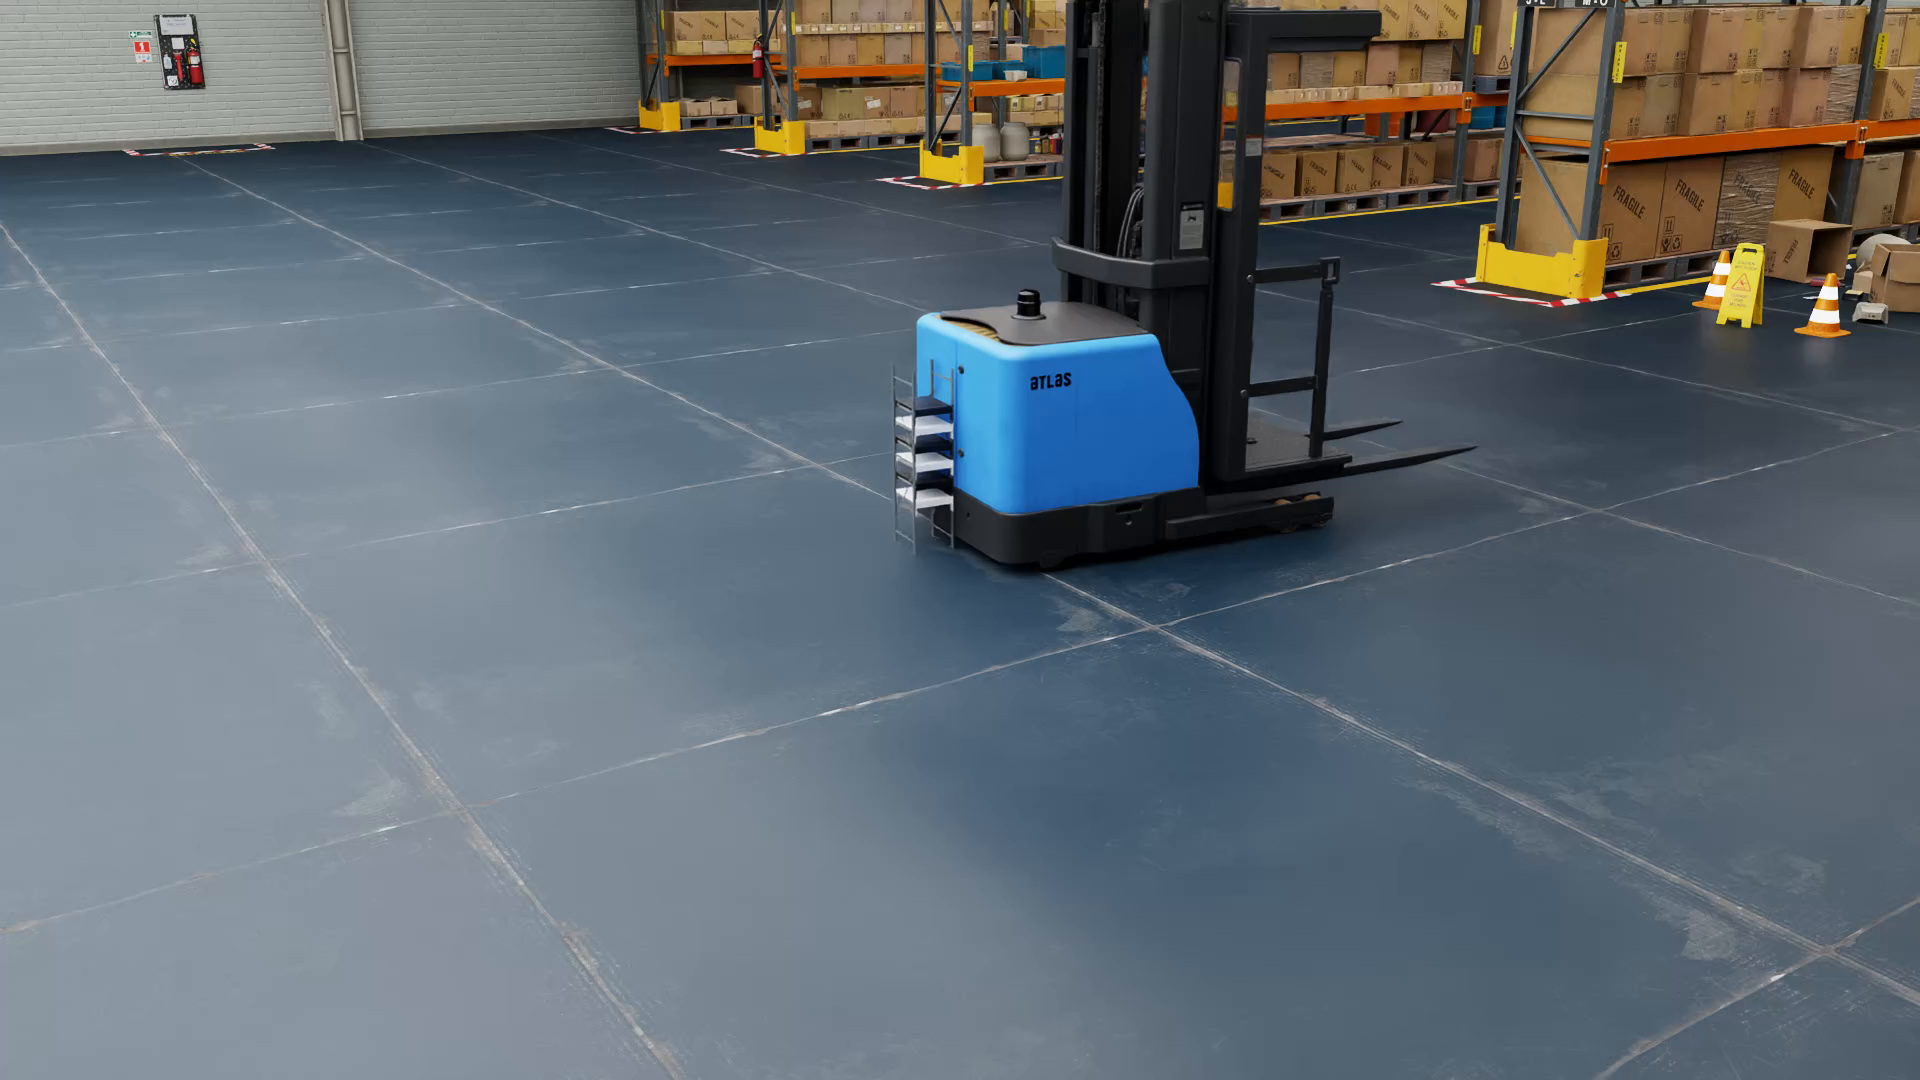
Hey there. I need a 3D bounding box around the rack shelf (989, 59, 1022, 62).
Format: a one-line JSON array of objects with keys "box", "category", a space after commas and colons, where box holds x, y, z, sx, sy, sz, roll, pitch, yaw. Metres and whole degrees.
[{"box": [2.132, -8.407, 29.551, 4.000, 0.370, 1.077, -12, 22, -31], "category": "rack shelf"}]

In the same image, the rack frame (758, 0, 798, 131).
[{"box": [-2.879, -7.691, 26.310, 0.127, 3.000, 1.000, -12, 22, -31], "category": "rack frame"}]

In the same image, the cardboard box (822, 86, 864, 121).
[{"box": [-1.892, -7.066, 26.928, 0.500, 0.500, 0.500, -12, 22, -31], "category": "cardboard box"}]

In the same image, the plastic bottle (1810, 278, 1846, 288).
[{"box": [7.829, -2.311, 14.984, 0.283, 0.061, 0.133, 13, 23, 34], "category": "plastic bottle"}]

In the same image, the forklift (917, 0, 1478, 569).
[{"box": [1.323, -1.565, 8.296, 3.031, 2.935, 1.130, -9, 21, -25], "category": "forklift"}]

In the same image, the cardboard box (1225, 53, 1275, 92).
[{"box": [3.040, -5.318, 18.671, 0.500, 0.500, 0.875, -12, 22, -31], "category": "cardboard box"}]

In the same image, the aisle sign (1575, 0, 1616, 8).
[{"box": [5.315, -4.835, 13.803, 0.004, 0.787, 0.394, -12, 22, -31], "category": "aisle sign"}]

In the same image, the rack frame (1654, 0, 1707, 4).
[{"box": [13.205, -9.183, 30.725, 0.127, 3.000, 1.000, -12, 22, -31], "category": "rack frame"}]

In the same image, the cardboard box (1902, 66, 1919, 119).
[{"box": [9.559, -4.558, 16.886, 0.500, 0.500, 0.500, -12, 22, -31], "category": "cardboard box"}]

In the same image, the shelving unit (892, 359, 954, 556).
[{"box": [-0.177, -0.398, 8.018, 0.210, 0.900, 0.258, -9, 21, -25], "category": "shelving unit"}]

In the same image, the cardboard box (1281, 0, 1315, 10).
[{"box": [3.597, -5.812, 18.572, 0.500, 0.500, 0.500, -12, 22, -31], "category": "cardboard box"}]

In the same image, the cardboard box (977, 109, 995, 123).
[{"box": [0.648, -7.442, 29.212, 0.500, 0.250, 0.500, -12, 22, -32], "category": "cardboard box"}]

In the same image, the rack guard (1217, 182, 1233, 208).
[{"box": [2.629, -3.870, 18.910, 0.348, 0.500, 1.175, -12, 22, -31], "category": "rack guard"}]

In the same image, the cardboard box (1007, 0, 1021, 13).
[{"box": [1.311, -11.126, 34.650, 0.500, 0.250, 0.500, -11, 22, -30], "category": "cardboard box"}]

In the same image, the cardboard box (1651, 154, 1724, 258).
[{"box": [6.473, -3.181, 15.632, 0.875, 0.875, 0.875, -12, 22, -32], "category": "cardboard box"}]

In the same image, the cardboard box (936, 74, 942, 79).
[{"box": [-0.435, -9.487, 33.669, 0.500, 0.250, 0.500, -12, 22, -32], "category": "cardboard box"}]

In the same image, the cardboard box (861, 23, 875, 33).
[{"box": [-1.572, -8.239, 26.763, 0.250, 0.149, 0.380, -13, 23, -33], "category": "cardboard box"}]

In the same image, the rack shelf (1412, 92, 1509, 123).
[{"box": [7.577, -5.756, 21.711, 4.000, 0.370, 1.077, -12, 22, -31], "category": "rack shelf"}]

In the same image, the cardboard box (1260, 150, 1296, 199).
[{"box": [3.577, -4.275, 19.454, 0.500, 0.500, 0.500, -6, 20, -17], "category": "cardboard box"}]

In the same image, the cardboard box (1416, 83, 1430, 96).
[{"box": [5.433, -5.440, 20.044, 0.250, 0.149, 0.380, -12, 22, -31], "category": "cardboard box"}]

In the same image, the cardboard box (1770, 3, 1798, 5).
[{"box": [11.480, -7.444, 23.858, 0.637, 0.503, 0.797, -12, 22, -31], "category": "cardboard box"}]

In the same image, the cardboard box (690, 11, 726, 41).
[{"box": [-4.624, -9.397, 30.388, 0.500, 0.500, 0.500, -12, 22, -31], "category": "cardboard box"}]

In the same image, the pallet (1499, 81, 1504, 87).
[{"box": [7.617, -5.999, 21.605, 1.213, 0.211, 1.003, -12, 22, -31], "category": "pallet"}]

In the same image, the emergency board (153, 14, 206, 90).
[{"box": [-12.594, -7.888, 26.893, 0.643, 1.169, 0.194, -12, 22, -31], "category": "emergency board"}]

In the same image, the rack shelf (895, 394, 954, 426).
[{"box": [-0.177, -0.623, 7.943, 0.200, 0.077, 0.258, -9, 21, -25], "category": "rack shelf"}]

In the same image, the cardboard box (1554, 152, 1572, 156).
[{"box": [7.773, -5.147, 22.003, 0.500, 0.500, 0.700, -10, 21, -27], "category": "cardboard box"}]

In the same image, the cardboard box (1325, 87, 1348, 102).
[{"box": [4.241, -5.146, 19.175, 0.250, 0.149, 0.380, -12, 22, -31], "category": "cardboard box"}]

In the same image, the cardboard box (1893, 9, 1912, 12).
[{"box": [13.976, -7.773, 25.151, 0.500, 0.500, 0.500, -13, 22, -33], "category": "cardboard box"}]

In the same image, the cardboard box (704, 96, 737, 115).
[{"box": [-4.503, -8.148, 31.174, 0.500, 0.311, 0.500, -10, 21, -27], "category": "cardboard box"}]

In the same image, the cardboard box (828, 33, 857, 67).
[{"box": [-2.046, -7.911, 26.804, 0.500, 0.500, 0.700, -11, 22, -30], "category": "cardboard box"}]

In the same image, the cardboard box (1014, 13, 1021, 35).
[{"box": [1.324, -10.776, 34.783, 0.500, 0.500, 0.500, -12, 22, -31], "category": "cardboard box"}]

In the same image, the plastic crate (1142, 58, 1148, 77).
[{"box": [2.408, -6.732, 23.705, 0.616, 0.251, 0.499, -12, 22, -31], "category": "plastic crate"}]

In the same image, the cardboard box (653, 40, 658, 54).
[{"box": [-5.323, -9.088, 30.645, 0.500, 0.250, 0.500, -12, 22, -31], "category": "cardboard box"}]

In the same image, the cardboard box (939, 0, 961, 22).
[{"box": [-0.327, -8.888, 27.670, 0.500, 0.500, 0.700, -12, 22, -32], "category": "cardboard box"}]

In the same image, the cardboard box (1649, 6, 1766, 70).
[{"box": [6.863, -4.645, 15.382, 0.500, 0.550, 0.875, -12, 22, -31], "category": "cardboard box"}]

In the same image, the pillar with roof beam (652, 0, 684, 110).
[{"box": [-3.130, -11.060, 26.909, 0.400, 9.000, 9.100, -12, 22, -31], "category": "pillar with roof beam"}]

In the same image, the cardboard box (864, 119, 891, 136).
[{"box": [-1.476, -6.799, 27.310, 0.500, 0.250, 0.500, -12, 22, -31], "category": "cardboard box"}]

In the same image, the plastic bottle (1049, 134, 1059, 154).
[{"box": [1.360, -5.761, 24.168, 0.135, 0.276, 0.152, -12, 22, -31], "category": "plastic bottle"}]

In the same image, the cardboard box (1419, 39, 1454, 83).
[{"box": [5.497, -5.870, 20.305, 0.500, 0.500, 0.875, -12, 22, -31], "category": "cardboard box"}]

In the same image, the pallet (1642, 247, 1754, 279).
[{"box": [6.852, -2.750, 16.050, 1.213, 0.211, 1.003, -12, 22, -31], "category": "pallet"}]

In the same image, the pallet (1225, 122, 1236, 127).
[{"box": [4.447, -7.900, 31.284, 1.213, 0.211, 1.003, -12, 22, -31], "category": "pallet"}]

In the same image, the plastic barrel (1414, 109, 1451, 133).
[{"box": [7.866, -7.120, 27.733, 0.708, 0.588, 0.600, -12, 22, -31], "category": "plastic barrel"}]

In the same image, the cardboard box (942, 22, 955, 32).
[{"box": [-0.291, -8.508, 27.559, 0.250, 0.149, 0.380, -12, 22, -32], "category": "cardboard box"}]

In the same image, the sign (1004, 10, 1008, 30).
[{"box": [0.768, -8.695, 27.804, 0.005, 0.325, 0.100, -12, 22, -31], "category": "sign"}]

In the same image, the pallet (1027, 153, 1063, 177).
[{"box": [1.579, -5.425, 23.963, 1.213, 0.211, 1.003, -12, 22, -31], "category": "pallet"}]

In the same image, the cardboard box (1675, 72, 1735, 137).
[{"box": [6.479, -4.012, 15.195, 0.550, 0.550, 0.875, -12, 22, -31], "category": "cardboard box"}]

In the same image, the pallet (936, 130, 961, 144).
[{"box": [-0.226, -6.945, 28.459, 1.213, 0.211, 1.003, -12, 22, -31], "category": "pallet"}]

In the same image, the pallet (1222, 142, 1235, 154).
[{"box": [3.817, -5.897, 25.359, 1.213, 0.211, 1.003, -12, 22, -31], "category": "pallet"}]

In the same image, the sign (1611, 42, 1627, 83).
[{"box": [5.510, -3.994, 13.900, 0.005, 0.325, 0.100, -12, 22, -31], "category": "sign"}]

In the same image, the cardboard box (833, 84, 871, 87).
[{"box": [-1.768, -7.296, 27.610, 0.500, 0.500, 0.500, -12, 22, -31], "category": "cardboard box"}]
